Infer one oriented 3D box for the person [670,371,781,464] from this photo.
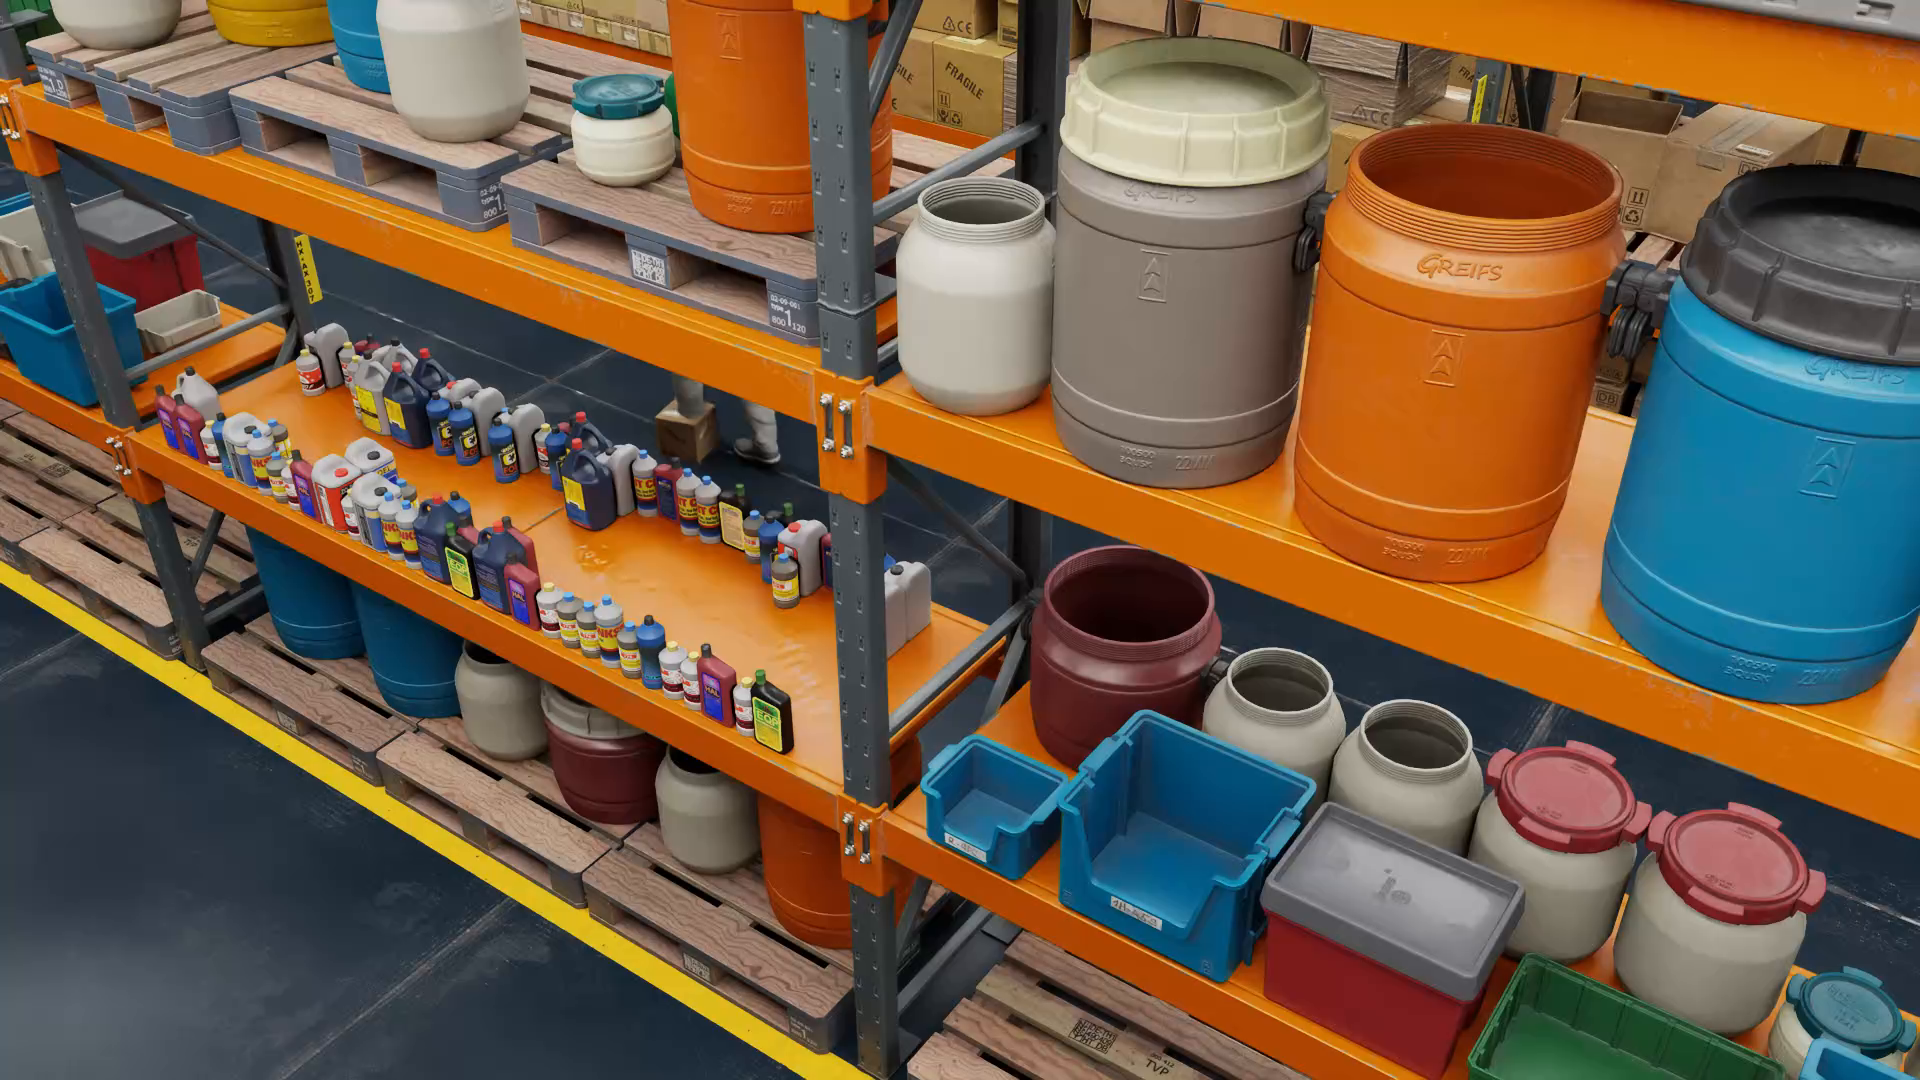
[{"bbox_3d":[-1.329,-1.235,8.936,0.595,1.802,0.791,-29,43,-35],"label":"person"}]
